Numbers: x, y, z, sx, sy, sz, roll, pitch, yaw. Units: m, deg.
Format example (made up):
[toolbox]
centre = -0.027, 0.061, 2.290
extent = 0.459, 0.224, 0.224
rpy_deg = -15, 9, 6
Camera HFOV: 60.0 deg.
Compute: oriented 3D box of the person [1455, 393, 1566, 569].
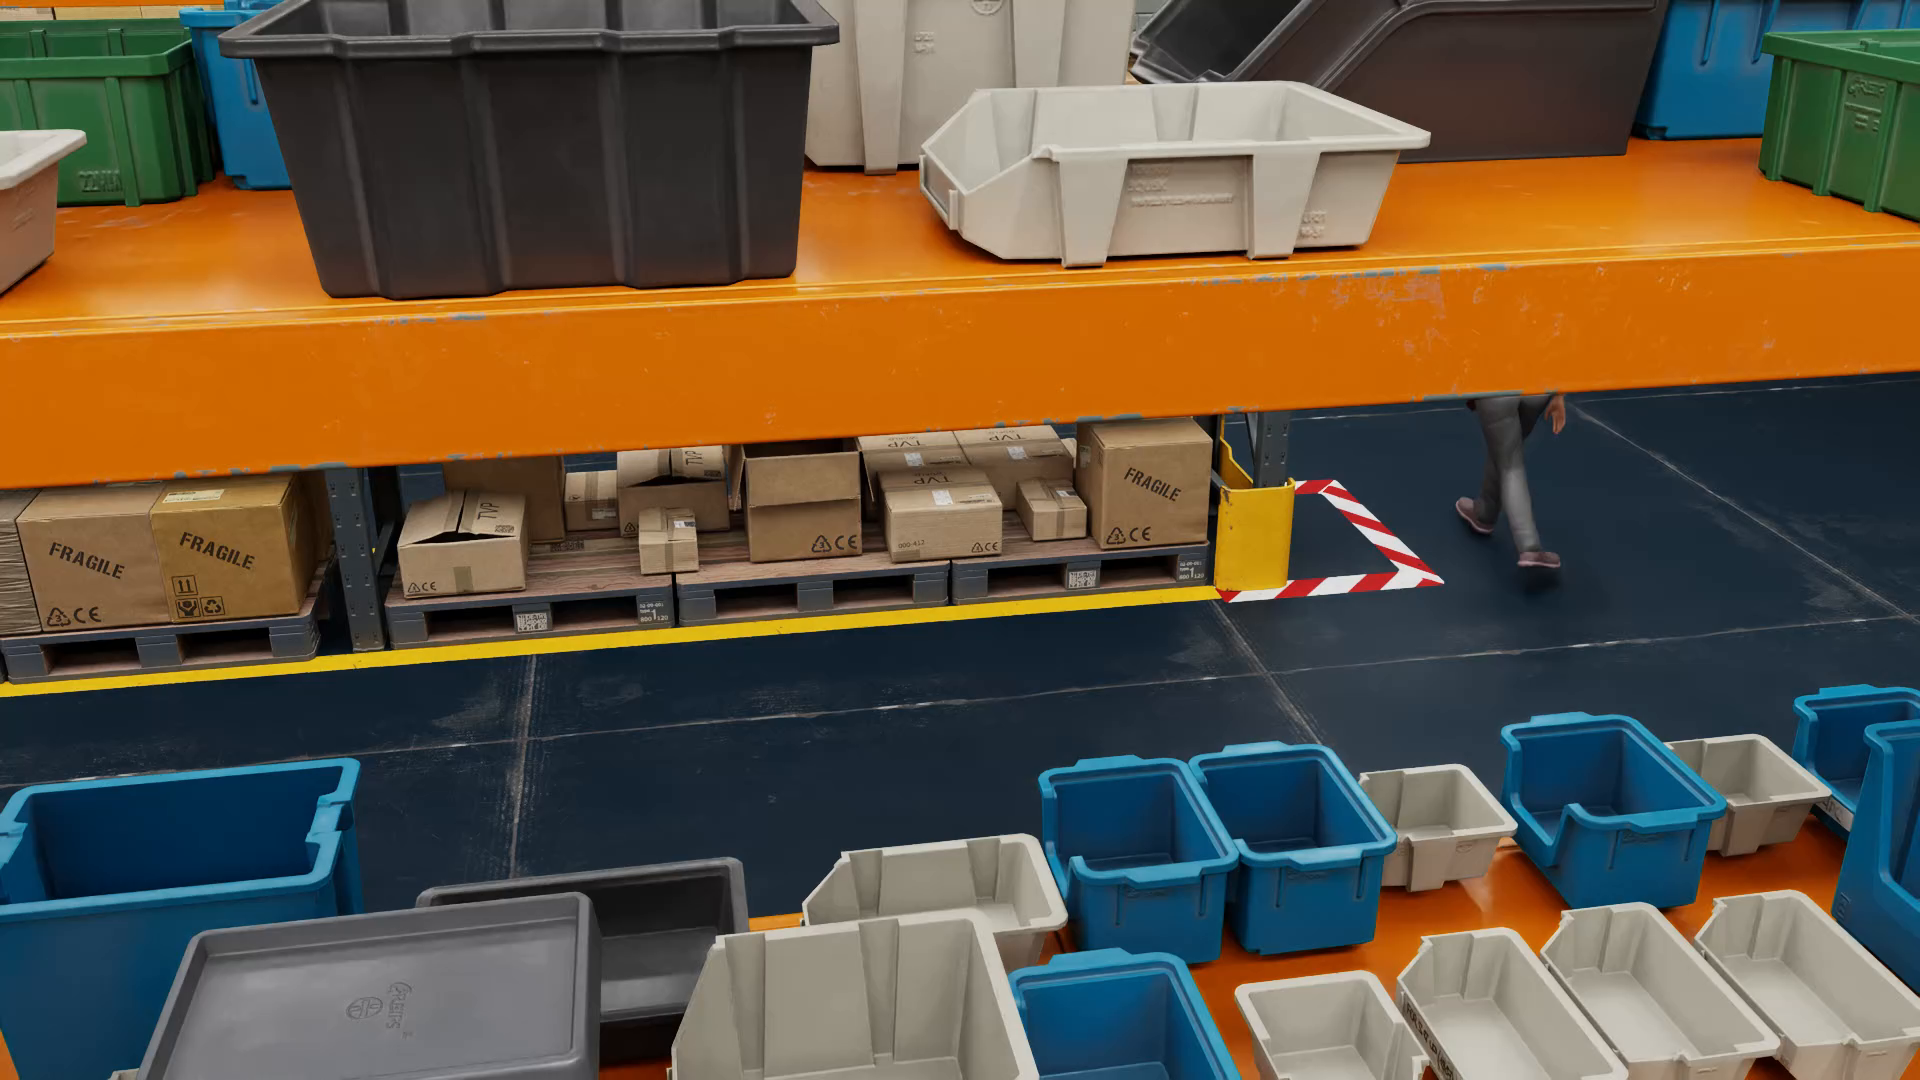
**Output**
[person]
centre = 2.532, -0.689, 7.710
extent = 0.490, 1.598, 0.920
rpy_deg = -1, 24, -3
